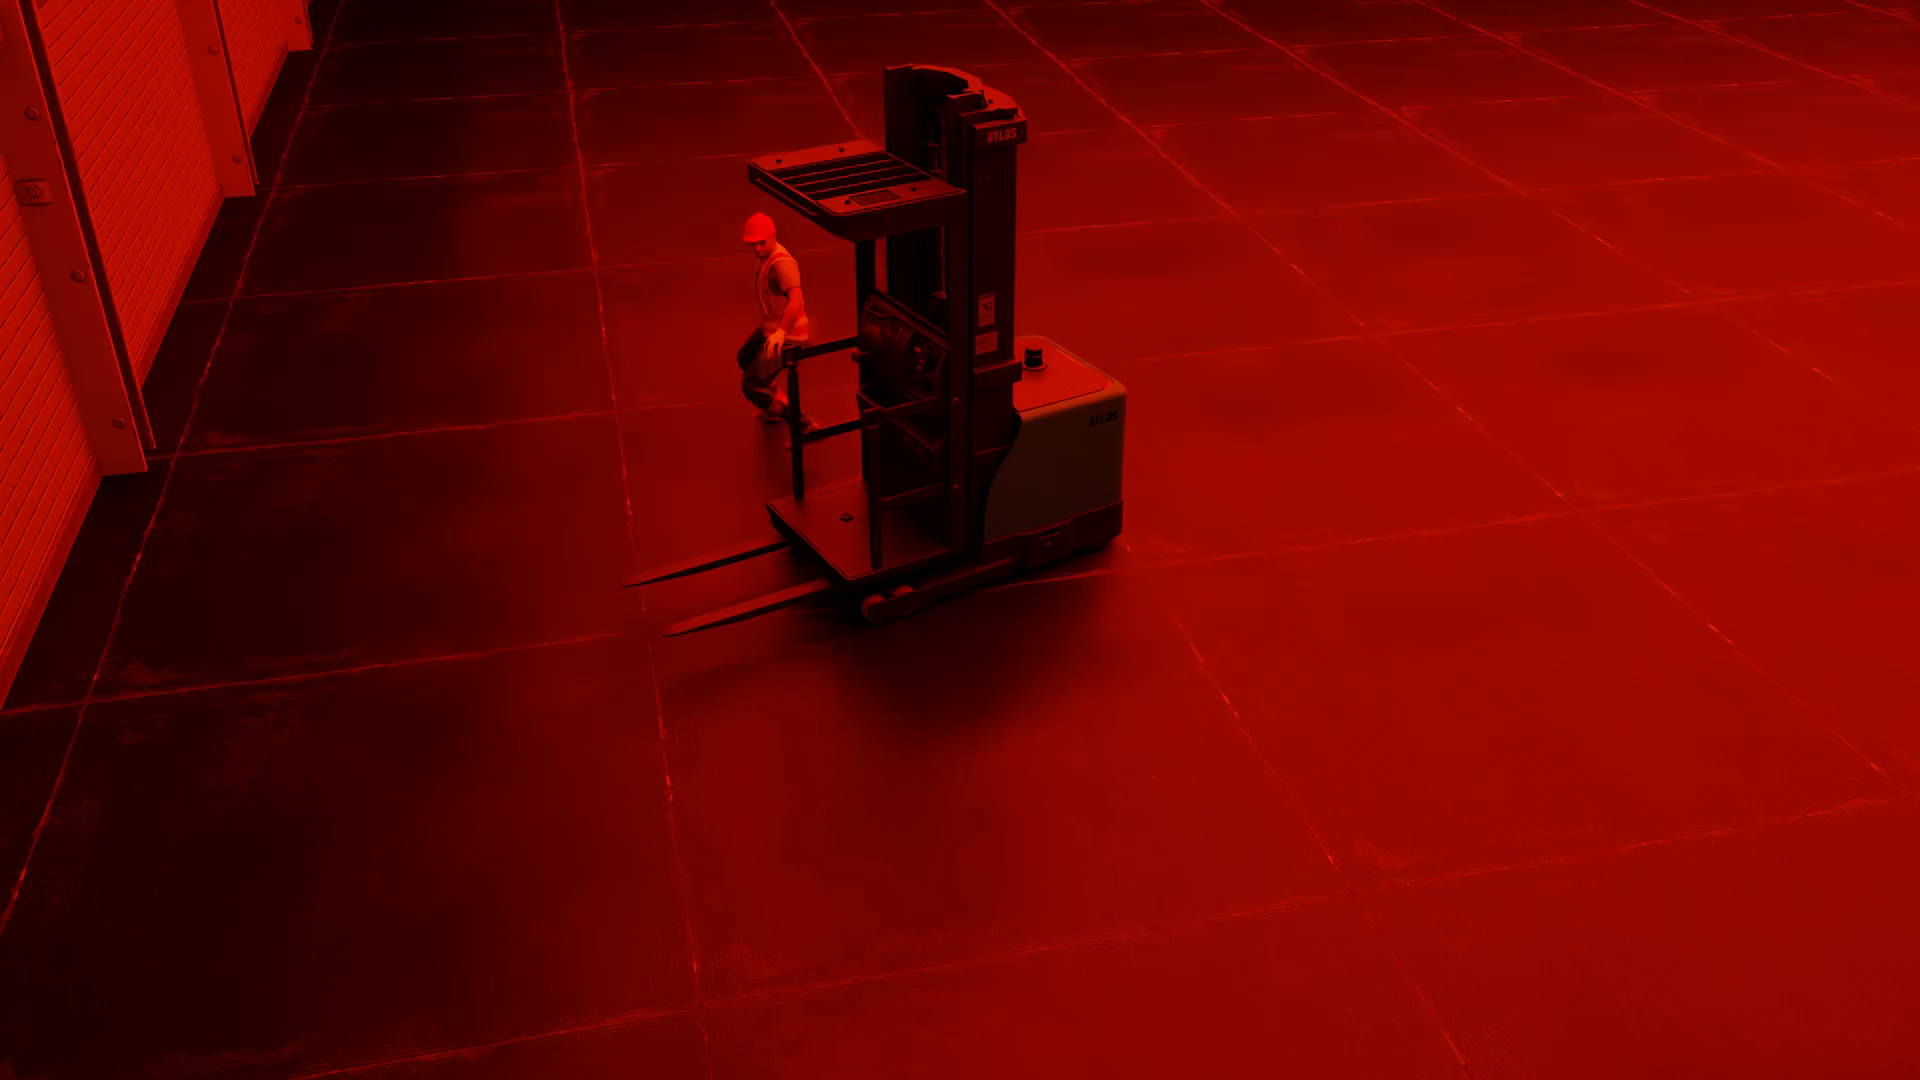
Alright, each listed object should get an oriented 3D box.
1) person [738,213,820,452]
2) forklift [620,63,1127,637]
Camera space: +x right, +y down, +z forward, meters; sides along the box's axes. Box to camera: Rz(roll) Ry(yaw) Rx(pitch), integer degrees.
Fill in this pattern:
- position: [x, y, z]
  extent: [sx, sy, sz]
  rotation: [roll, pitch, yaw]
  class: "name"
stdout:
- position: [-1.286, -1.455, 11.438]
  extent: [0.505, 1.654, 1.158]
  rotation: [-5, 30, -9]
  class: "person"
- position: [-0.508, -1.083, 9.445]
  extent: [3.031, 2.935, 1.130]
  rotation: [-17, 34, -27]
  class: "forklift"
